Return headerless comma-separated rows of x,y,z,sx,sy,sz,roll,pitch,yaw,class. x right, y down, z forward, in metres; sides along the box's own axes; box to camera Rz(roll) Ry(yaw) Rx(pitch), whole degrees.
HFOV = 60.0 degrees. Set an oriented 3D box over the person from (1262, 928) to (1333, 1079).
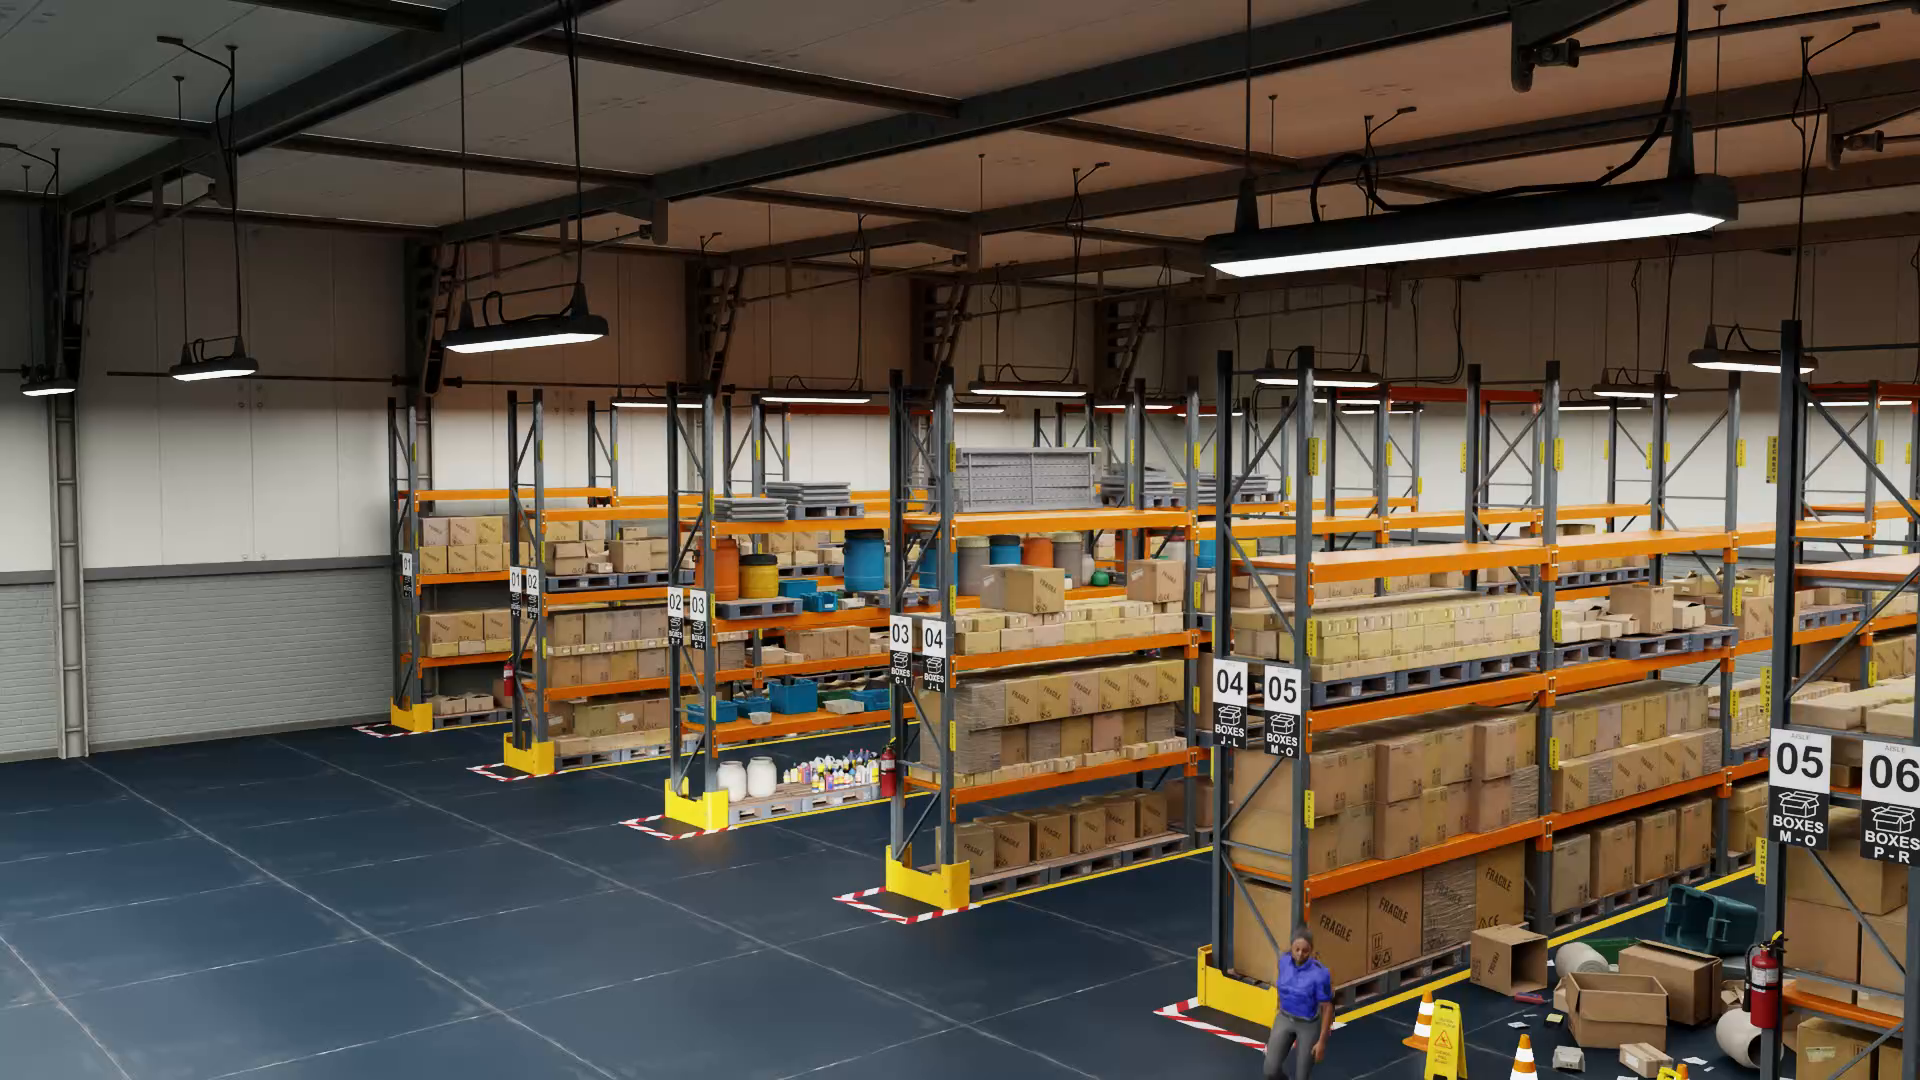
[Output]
2.526,3.642,12.435,0.599,1.611,0.554,2,4,31,person
